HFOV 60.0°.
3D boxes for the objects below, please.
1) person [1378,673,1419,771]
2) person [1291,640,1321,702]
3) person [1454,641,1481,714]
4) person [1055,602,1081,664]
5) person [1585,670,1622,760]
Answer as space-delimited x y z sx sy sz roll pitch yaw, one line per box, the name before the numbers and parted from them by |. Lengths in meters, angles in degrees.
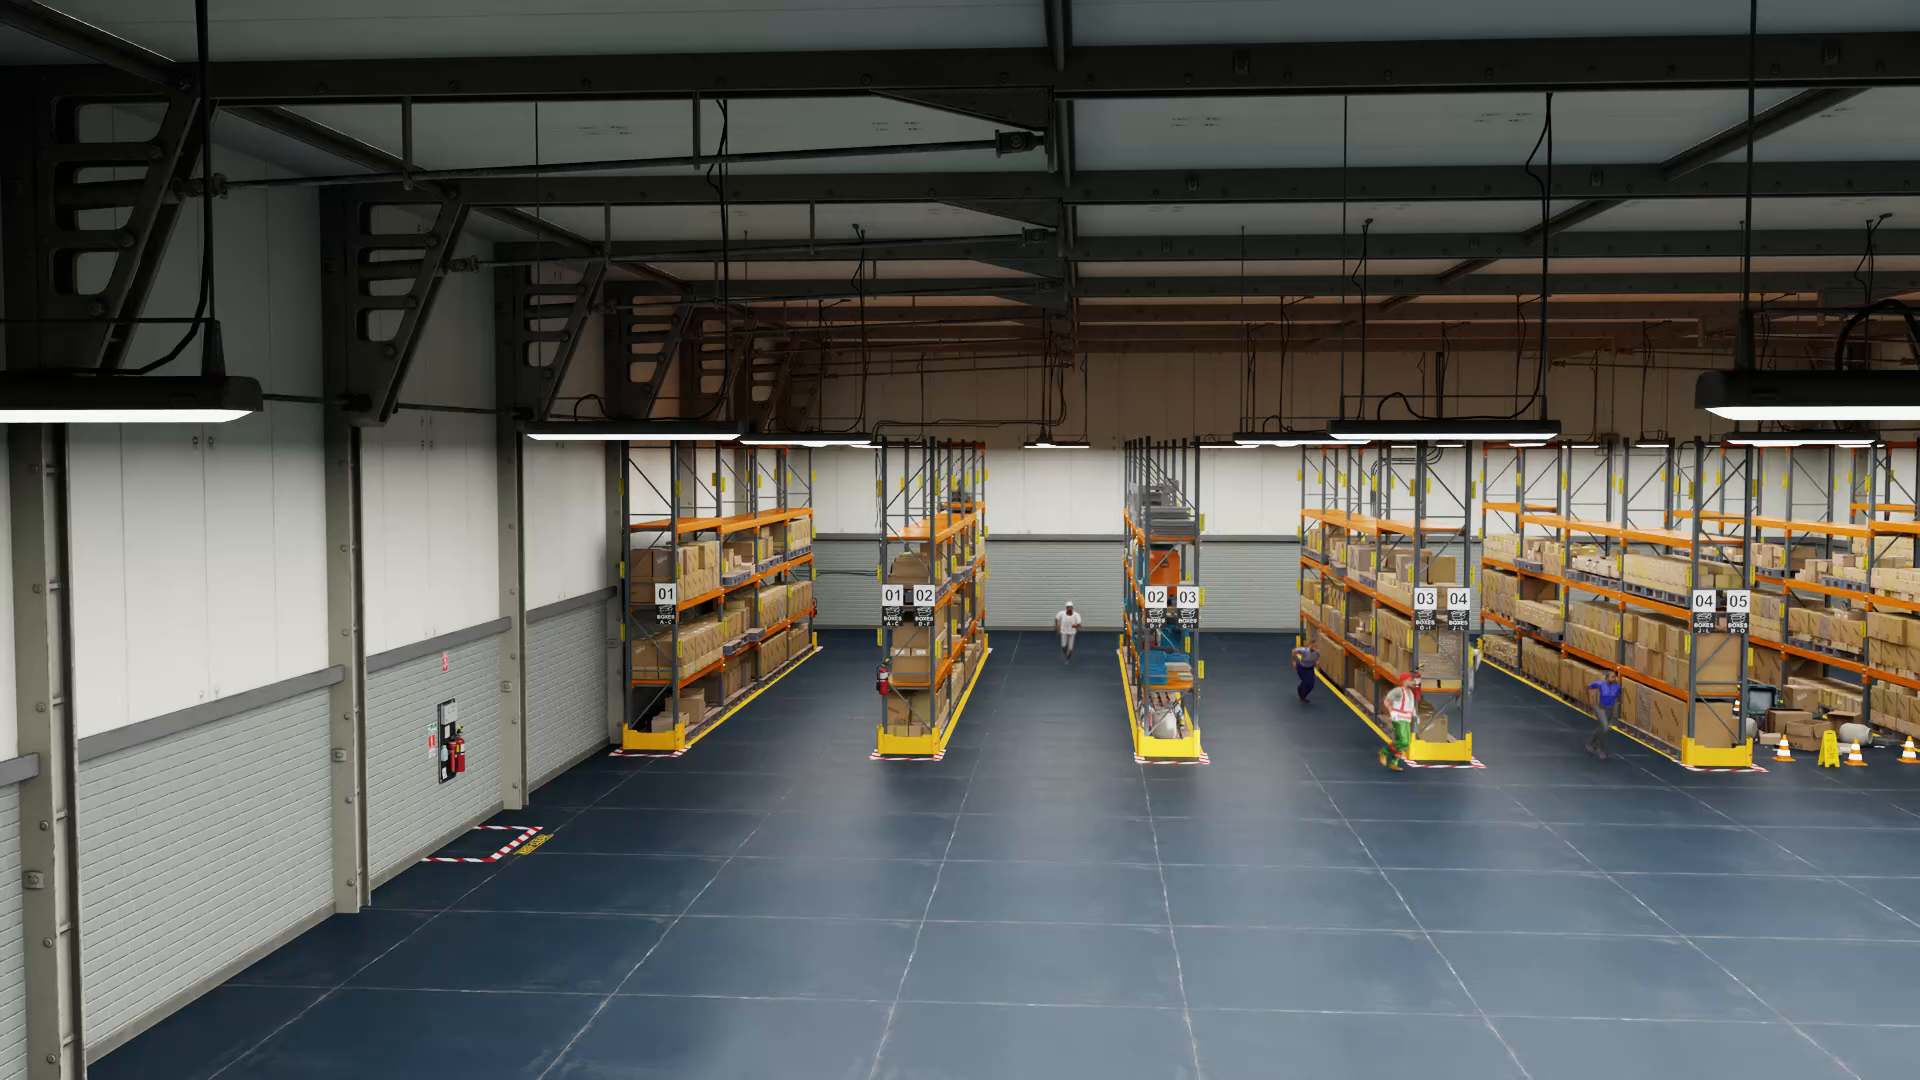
person | 7.953 3.258 29.968 0.718 1.737 0.578 -3 4 -41
person | 7.849 2.992 37.706 0.633 1.446 0.774 -1 3 -14
person | 11.143 2.999 36.672 0.657 1.623 0.959 0 3 1
person | 2.875 2.487 44.268 0.692 1.695 0.664 0 3 2
person | 12.045 3.267 31.148 0.570 1.698 0.817 -1 3 -13
